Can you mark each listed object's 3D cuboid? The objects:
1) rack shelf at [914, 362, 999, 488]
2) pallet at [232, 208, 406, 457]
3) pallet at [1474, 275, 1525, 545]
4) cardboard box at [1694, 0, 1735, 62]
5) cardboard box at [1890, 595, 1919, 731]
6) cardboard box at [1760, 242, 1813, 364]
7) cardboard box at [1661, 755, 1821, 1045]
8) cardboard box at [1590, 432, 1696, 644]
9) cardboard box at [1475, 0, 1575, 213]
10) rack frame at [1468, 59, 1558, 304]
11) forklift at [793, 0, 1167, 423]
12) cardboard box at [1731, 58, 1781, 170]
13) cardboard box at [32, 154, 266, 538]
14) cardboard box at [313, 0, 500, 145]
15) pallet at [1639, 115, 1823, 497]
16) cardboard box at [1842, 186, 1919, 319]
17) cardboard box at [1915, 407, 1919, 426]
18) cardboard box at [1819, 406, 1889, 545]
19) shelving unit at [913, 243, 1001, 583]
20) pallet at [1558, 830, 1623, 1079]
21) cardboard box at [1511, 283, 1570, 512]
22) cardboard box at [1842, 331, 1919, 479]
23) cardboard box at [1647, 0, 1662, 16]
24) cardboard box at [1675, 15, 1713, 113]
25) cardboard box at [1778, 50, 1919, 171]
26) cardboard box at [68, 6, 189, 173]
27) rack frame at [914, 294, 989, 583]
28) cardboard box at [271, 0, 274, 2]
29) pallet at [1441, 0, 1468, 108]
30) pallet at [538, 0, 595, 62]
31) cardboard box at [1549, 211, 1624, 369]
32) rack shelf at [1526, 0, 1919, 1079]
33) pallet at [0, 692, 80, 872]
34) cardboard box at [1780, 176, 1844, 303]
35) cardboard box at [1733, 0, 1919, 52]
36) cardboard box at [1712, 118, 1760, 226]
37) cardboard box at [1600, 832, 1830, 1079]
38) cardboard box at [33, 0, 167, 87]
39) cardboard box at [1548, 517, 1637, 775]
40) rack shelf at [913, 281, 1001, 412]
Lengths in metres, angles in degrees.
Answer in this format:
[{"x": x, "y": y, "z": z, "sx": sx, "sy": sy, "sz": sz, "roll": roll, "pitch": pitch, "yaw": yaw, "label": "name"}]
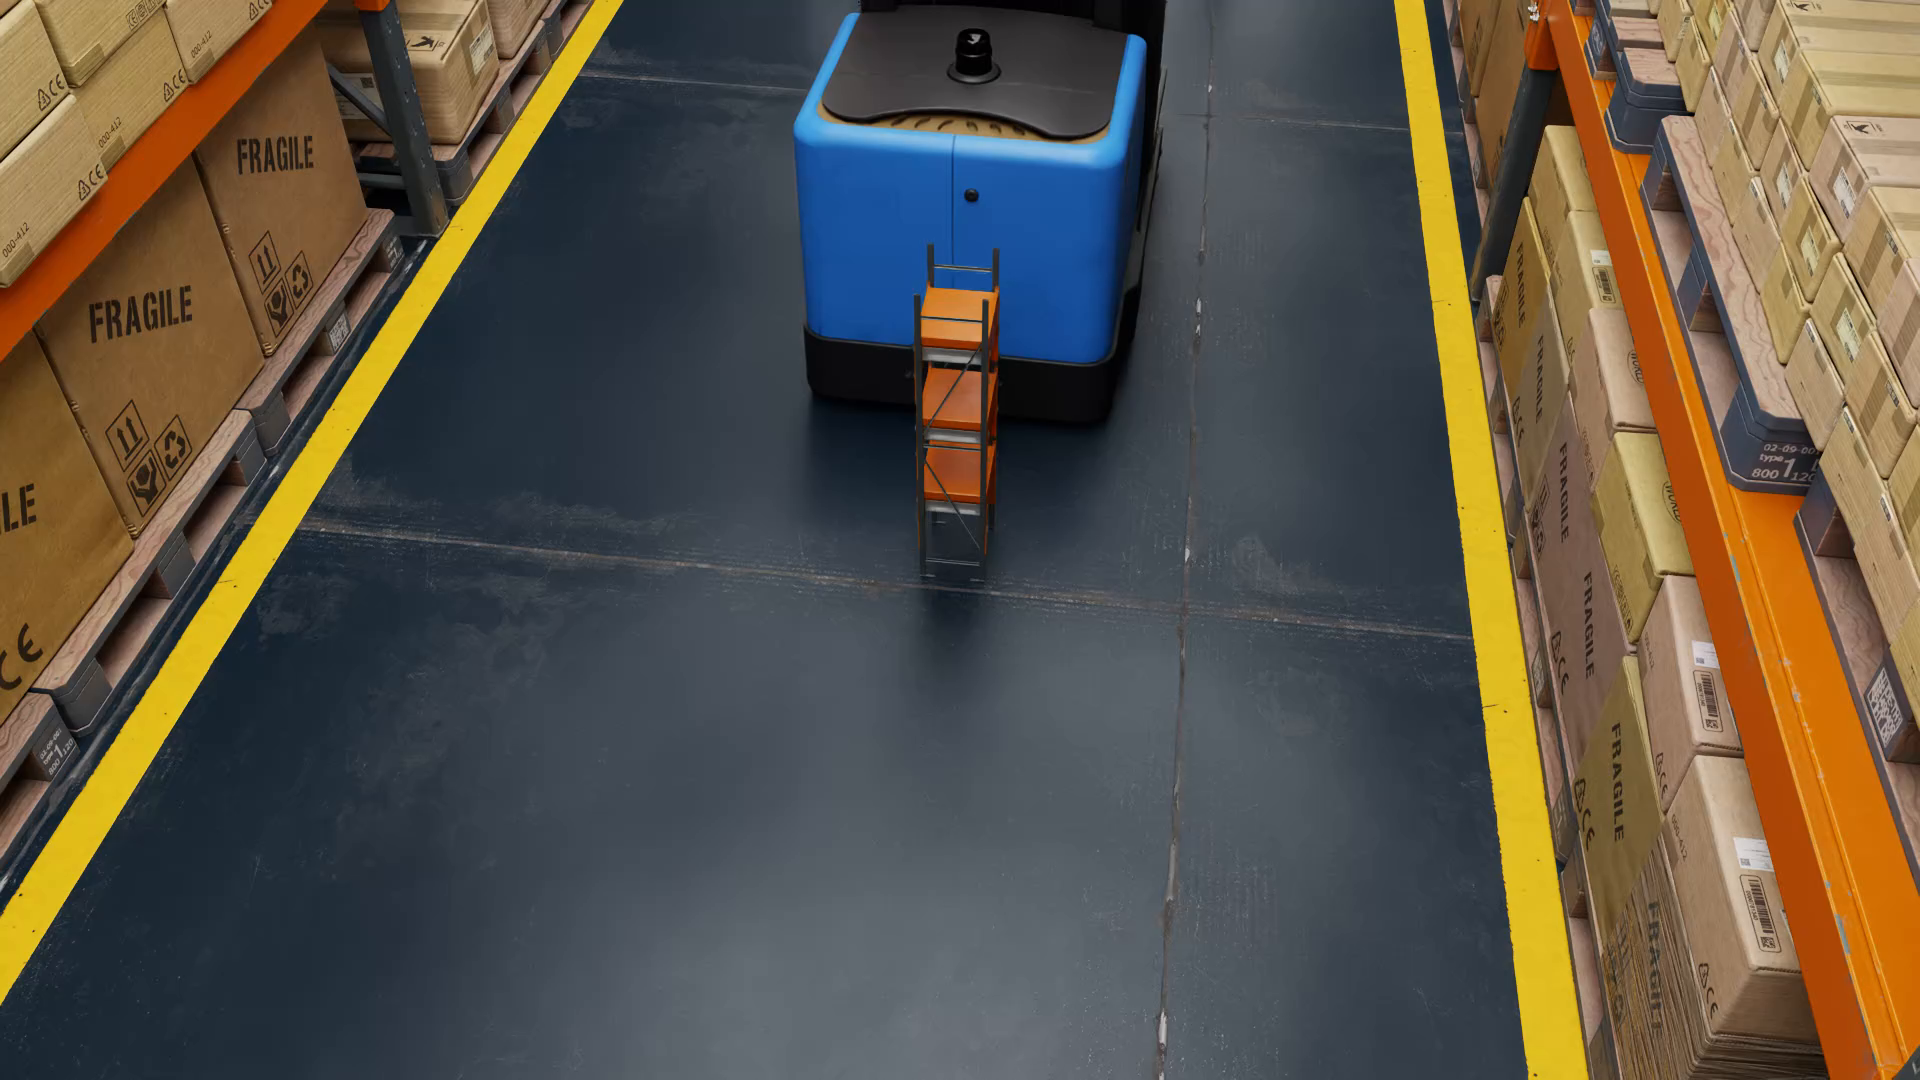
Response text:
[{"x": -0.007, "y": -0.337, "z": 4.858, "sx": 0.215, "sy": 0.259, "sz": 0.240, "roll": 5, "pitch": 44, "yaw": 6, "label": "rack shelf"}, {"x": -2.696, "y": -0.803, "z": 5.944, "sx": 1.003, "sy": 0.211, "sz": 1.213, "roll": 5, "pitch": 44, "yaw": 6, "label": "pallet"}, {"x": 2.298, "y": -0.419, "z": 5.539, "sx": 1.003, "sy": 0.211, "sz": 1.213, "roll": 5, "pitch": 44, "yaw": 6, "label": "pallet"}, {"x": 2.041, "y": -1.283, "z": 4.085, "sx": 0.380, "sy": 0.149, "sz": 0.250, "roll": 5, "pitch": 44, "yaw": 6, "label": "cardboard box"}, {"x": 1.764, "y": 0.235, "z": 2.698, "sx": 0.380, "sy": 0.149, "sz": 0.250, "roll": 5, "pitch": 44, "yaw": 6, "label": "cardboard box"}, {"x": 1.899, "y": -0.476, "z": 3.449, "sx": 0.380, "sy": 0.149, "sz": 0.250, "roll": 7, "pitch": 44, "yaw": 7, "label": "cardboard box"}, {"x": 1.722, "y": 0.714, "z": 3.282, "sx": 0.500, "sy": 0.250, "sz": 0.500, "roll": 4, "pitch": 44, "yaw": 4, "label": "cardboard box"}, {"x": 1.859, "y": 0.003, "z": 4.032, "sx": 0.500, "sy": 0.250, "sz": 0.500, "roll": 3, "pitch": 44, "yaw": 4, "label": "cardboard box"}, {"x": 2.572, "y": -1.707, "z": 6.202, "sx": 1.050, "sy": 0.750, "sz": 0.750, "roll": 5, "pitch": 44, "yaw": 5, "label": "cardboard box"}, {"x": 2.403, "y": -1.964, "z": 5.143, "sx": 1.000, "sy": 3.000, "sz": 0.127, "roll": 5, "pitch": 44, "yaw": 6, "label": "rack frame"}, {"x": 0.229, "y": -2.478, "z": 5.735, "sx": 1.130, "sy": 2.935, "sz": 3.031, "roll": 7, "pitch": 44, "yaw": 7, "label": "forklift"}, {"x": 1.971, "y": -0.945, "z": 3.727, "sx": 0.380, "sy": 0.149, "sz": 0.250, "roll": 5, "pitch": 44, "yaw": 5, "label": "cardboard box"}, {"x": -2.813, "y": -0.656, "z": 5.001, "sx": 0.875, "sy": 0.875, "sz": 0.875, "roll": 6, "pitch": 44, "yaw": 6, "label": "cardboard box"}, {"x": -2.433, "y": -1.928, "z": 6.710, "sx": 0.950, "sy": 0.372, "sz": 0.625, "roll": 3, "pitch": 43, "yaw": 3, "label": "cardboard box"}, {"x": 2.182, "y": -0.542, "z": 3.780, "sx": 1.003, "sy": 0.211, "sz": 1.213, "roll": 5, "pitch": 44, "yaw": 6, "label": "pallet"}, {"x": 1.875, "y": -0.512, "z": 3.054, "sx": 0.380, "sy": 0.149, "sz": 0.250, "roll": 4, "pitch": 44, "yaw": 4, "label": "cardboard box"}, {"x": 1.804, "y": -0.166, "z": 2.688, "sx": 0.380, "sy": 0.149, "sz": 0.250, "roll": 4, "pitch": 44, "yaw": 4, "label": "cardboard box"}, {"x": 1.832, "y": -0.106, "z": 3.057, "sx": 0.380, "sy": 0.149, "sz": 0.250, "roll": 3, "pitch": 44, "yaw": 3, "label": "cardboard box"}, {"x": -0.007, "y": -0.345, "z": 4.851, "sx": 0.215, "sy": 1.050, "sz": 0.252, "roll": 5, "pitch": 44, "yaw": 6, "label": "shelving unit"}, {"x": 1.975, "y": 1.243, "z": 3.783, "sx": 1.003, "sy": 0.211, "sz": 1.213, "roll": 5, "pitch": 44, "yaw": 6, "label": "pallet"}, {"x": 1.993, "y": -0.407, "z": 5.011, "sx": 0.500, "sy": 0.500, "sz": 0.500, "roll": 6, "pitch": 44, "yaw": 6, "label": "cardboard box"}, {"x": 1.832, "y": -0.232, "z": 2.974, "sx": 0.380, "sy": 0.149, "sz": 0.250, "roll": 4, "pitch": 44, "yaw": 4, "label": "cardboard box"}, {"x": 2.108, "y": -1.556, "z": 4.589, "sx": 0.380, "sy": 0.149, "sz": 0.250, "roll": 7, "pitch": 44, "yaw": 8, "label": "cardboard box"}, {"x": 2.039, "y": -1.188, "z": 4.201, "sx": 0.380, "sy": 0.149, "sz": 0.250, "roll": 7, "pitch": 44, "yaw": 7, "label": "cardboard box"}, {"x": 1.941, "y": -0.879, "z": 3.441, "sx": 0.380, "sy": 0.149, "sz": 0.250, "roll": 5, "pitch": 44, "yaw": 5, "label": "cardboard box"}, {"x": -2.461, "y": -1.232, "z": 4.478, "sx": 0.500, "sy": 0.250, "sz": 0.500, "roll": 5, "pitch": 44, "yaw": 5, "label": "cardboard box"}, {"x": -0.023, "y": -0.262, "z": 4.763, "sx": 0.200, "sy": 1.050, "sz": 0.008, "roll": 5, "pitch": 44, "yaw": 6, "label": "rack frame"}, {"x": -2.327, "y": -1.923, "z": 5.208, "sx": 0.500, "sy": 0.250, "sz": 0.500, "roll": 4, "pitch": 44, "yaw": 4, "label": "cardboard box"}, {"x": 2.745, "y": -2.311, "z": 7.538, "sx": 1.003, "sy": 0.211, "sz": 1.213, "roll": 5, "pitch": 44, "yaw": 6, "label": "pallet"}, {"x": -2.249, "y": -2.694, "z": 7.942, "sx": 1.003, "sy": 0.211, "sz": 1.213, "roll": 5, "pitch": 44, "yaw": 6, "label": "pallet"}, {"x": 2.005, "y": -0.688, "z": 4.762, "sx": 0.500, "sy": 0.250, "sz": 0.500, "roll": 5, "pitch": 44, "yaw": 5, "label": "cardboard box"}, {"x": 2.138, "y": -0.340, "z": 3.951, "sx": 1.077, "sy": 0.370, "sz": 4.000, "roll": 5, "pitch": 44, "yaw": 6, "label": "rack shelf"}, {"x": -3.019, "y": 0.860, "z": 4.188, "sx": 1.003, "sy": 0.211, "sz": 1.213, "roll": 5, "pitch": 44, "yaw": 6, "label": "pallet"}, {"x": 1.901, "y": -0.596, "z": 3.358, "sx": 0.380, "sy": 0.149, "sz": 0.250, "roll": 5, "pitch": 44, "yaw": 6, "label": "cardboard box"}, {"x": 2.010, "y": -1.229, "z": 3.811, "sx": 0.380, "sy": 0.149, "sz": 0.250, "roll": 7, "pitch": 44, "yaw": 7, "label": "cardboard box"}, {"x": 1.970, "y": -0.835, "z": 3.828, "sx": 0.380, "sy": 0.149, "sz": 0.250, "roll": 6, "pitch": 44, "yaw": 6, "label": "cardboard box"}, {"x": 1.722, "y": 0.989, "z": 3.536, "sx": 0.500, "sy": 0.500, "sz": 0.500, "roll": 4, "pitch": 44, "yaw": 5, "label": "cardboard box"}, {"x": -2.441, "y": -1.419, "z": 4.312, "sx": 0.500, "sy": 0.250, "sz": 0.500, "roll": 4, "pitch": 44, "yaw": 4, "label": "cardboard box"}, {"x": 1.862, "y": 0.291, "z": 4.274, "sx": 0.500, "sy": 0.500, "sz": 0.500, "roll": 4, "pitch": 44, "yaw": 5, "label": "cardboard box"}, {"x": -0.007, "y": -0.543, "z": 4.663, "sx": 0.215, "sy": 0.259, "sz": 0.240, "roll": 5, "pitch": 44, "yaw": 6, "label": "rack shelf"}]
